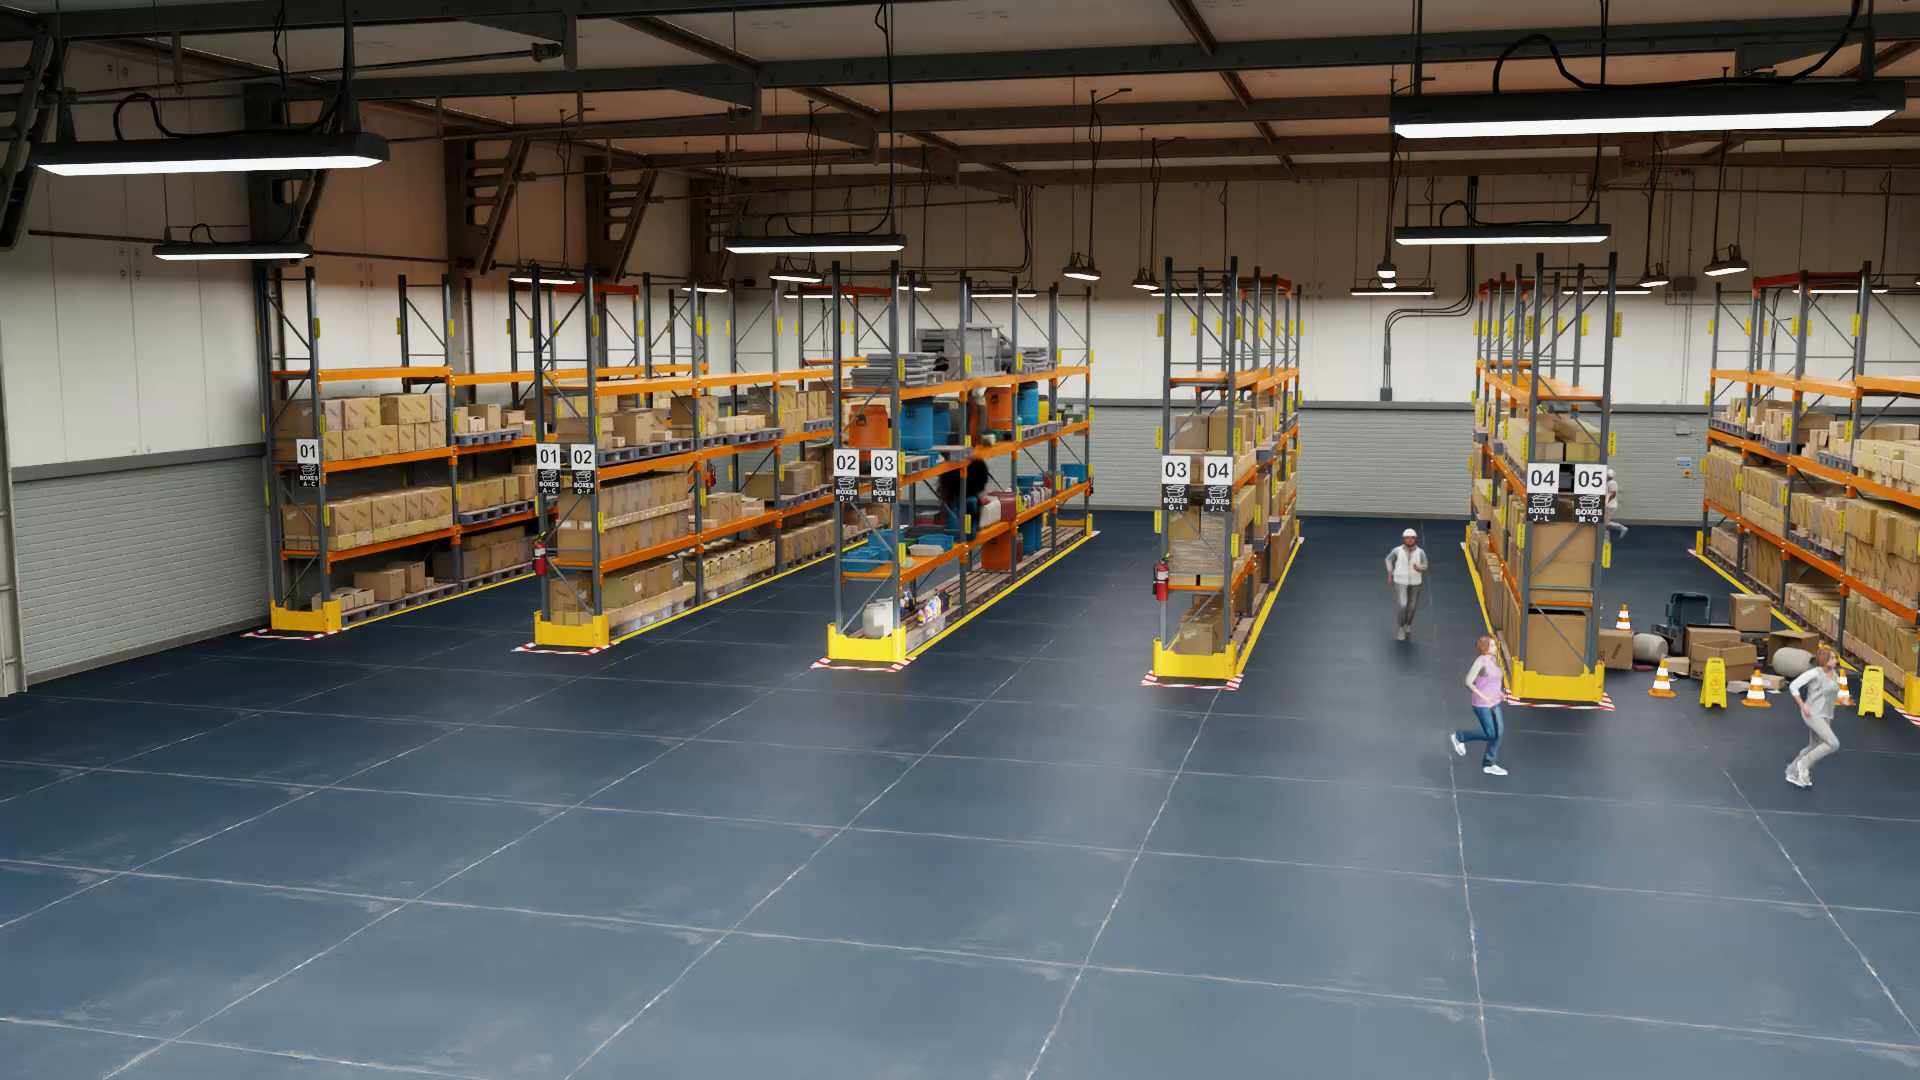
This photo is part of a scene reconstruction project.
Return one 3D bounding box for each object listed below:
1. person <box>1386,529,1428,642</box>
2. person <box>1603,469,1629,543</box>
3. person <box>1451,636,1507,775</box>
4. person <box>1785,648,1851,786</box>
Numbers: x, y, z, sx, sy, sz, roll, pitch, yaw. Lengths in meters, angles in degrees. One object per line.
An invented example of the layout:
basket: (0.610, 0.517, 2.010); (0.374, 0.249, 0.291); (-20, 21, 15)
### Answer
person: (7.226, 0.728, 26.862); (0.624, 1.831, 0.752); (0, 7, 3)
person: (15.186, -0.753, 38.611); (0.693, 1.763, 0.676); (3, 8, 23)
person: (5.922, 1.849, 18.826); (0.554, 1.552, 0.679); (-7, 10, -44)
person: (9.343, 1.937, 18.092); (0.533, 1.556, 0.619); (-5, 9, -36)
